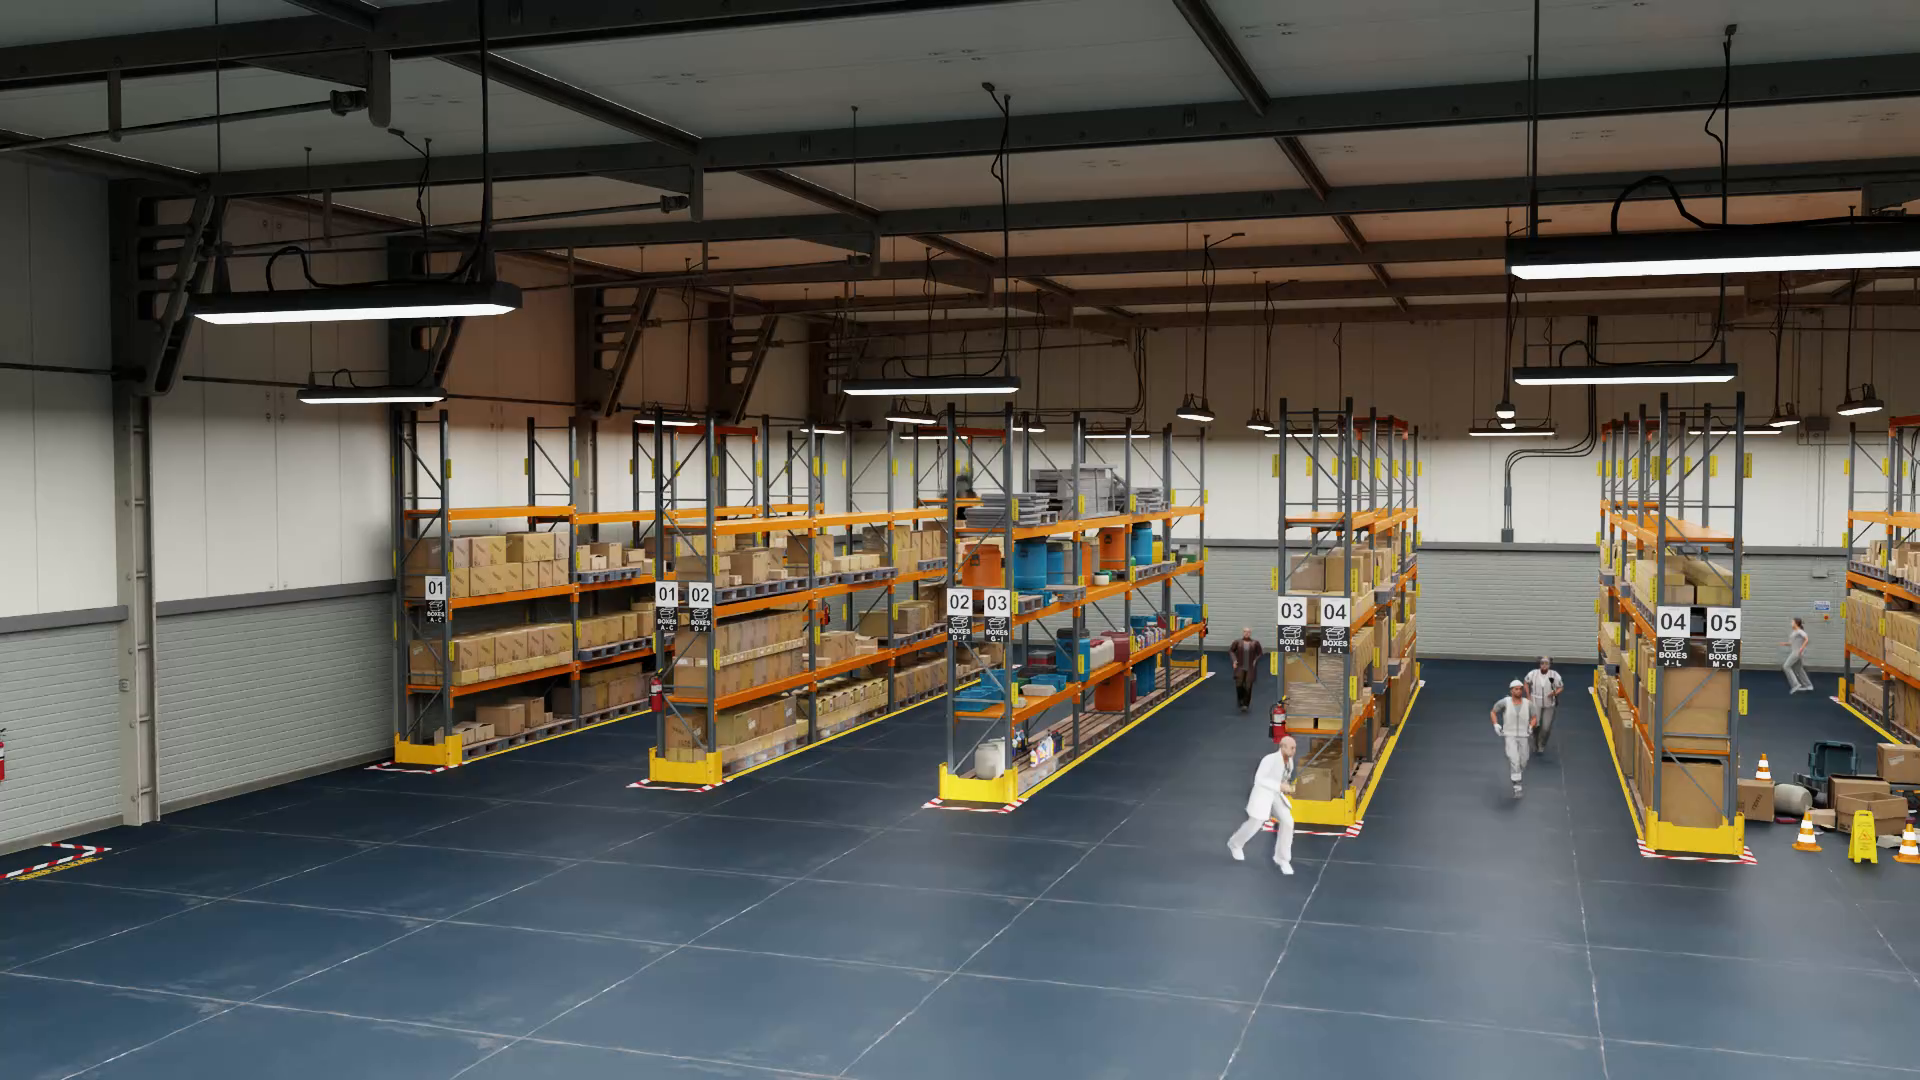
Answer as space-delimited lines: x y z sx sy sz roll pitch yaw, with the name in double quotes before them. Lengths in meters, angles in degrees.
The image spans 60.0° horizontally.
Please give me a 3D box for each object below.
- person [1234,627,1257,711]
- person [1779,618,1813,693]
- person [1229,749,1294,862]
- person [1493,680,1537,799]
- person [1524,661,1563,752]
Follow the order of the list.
"person" 5.875 2.649 34.204 0.646 1.714 0.618 0 2 10
"person" 18.690 2.595 37.149 0.715 1.715 0.585 1 3 22
"person" 3.781 3.277 20.898 0.755 1.386 0.905 -2 3 -43
"person" 8.513 3.023 25.489 0.648 1.764 0.867 0 2 5
"person" 10.216 2.901 29.124 0.659 1.682 0.659 1 3 19
